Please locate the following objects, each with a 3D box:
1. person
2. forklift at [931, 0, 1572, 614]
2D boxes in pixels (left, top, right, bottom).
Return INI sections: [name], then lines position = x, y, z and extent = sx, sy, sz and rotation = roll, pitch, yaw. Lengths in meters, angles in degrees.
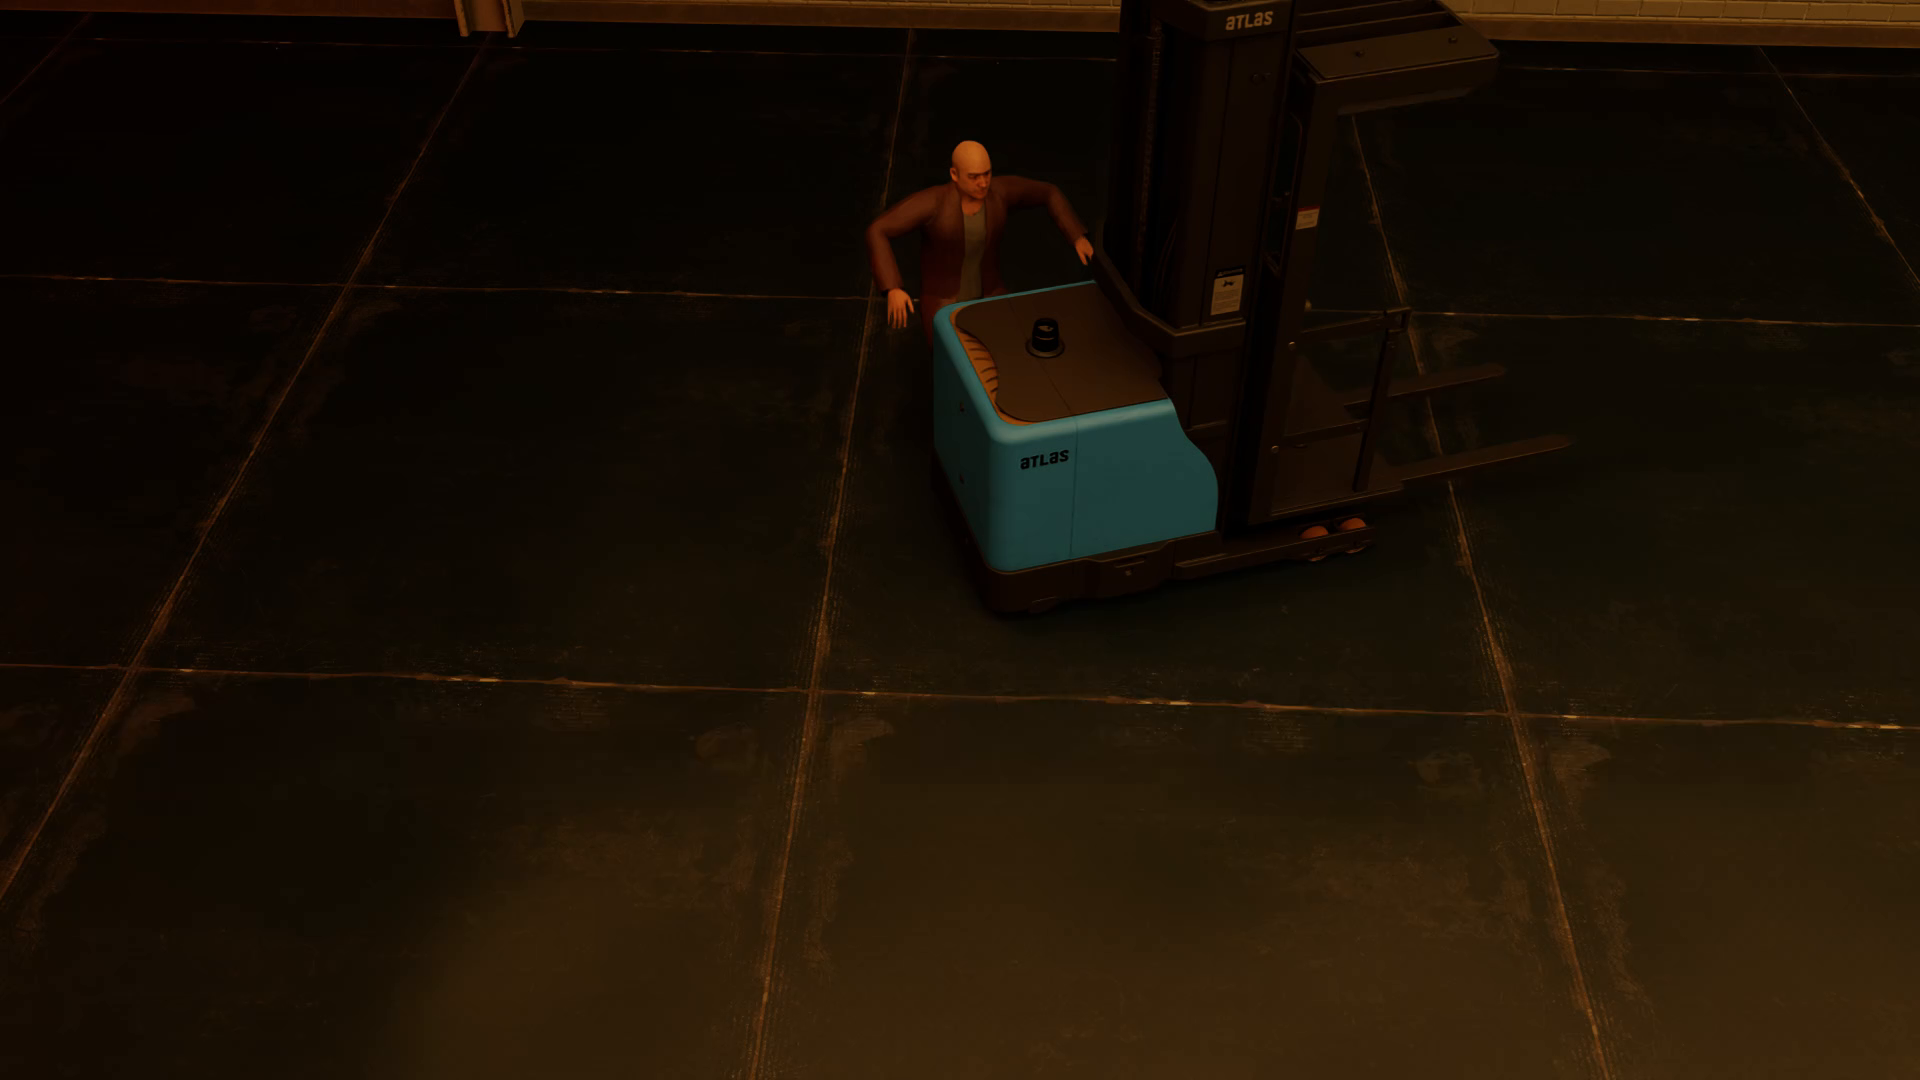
[person]
position = 0.155, -1.056, 7.880
extent = 1.125, 1.612, 0.854
rotation = -17, 45, -17
[forklift]
position = 1.438, -1.315, 7.183
extent = 3.031, 2.935, 1.130
rotation = -11, 44, -12
